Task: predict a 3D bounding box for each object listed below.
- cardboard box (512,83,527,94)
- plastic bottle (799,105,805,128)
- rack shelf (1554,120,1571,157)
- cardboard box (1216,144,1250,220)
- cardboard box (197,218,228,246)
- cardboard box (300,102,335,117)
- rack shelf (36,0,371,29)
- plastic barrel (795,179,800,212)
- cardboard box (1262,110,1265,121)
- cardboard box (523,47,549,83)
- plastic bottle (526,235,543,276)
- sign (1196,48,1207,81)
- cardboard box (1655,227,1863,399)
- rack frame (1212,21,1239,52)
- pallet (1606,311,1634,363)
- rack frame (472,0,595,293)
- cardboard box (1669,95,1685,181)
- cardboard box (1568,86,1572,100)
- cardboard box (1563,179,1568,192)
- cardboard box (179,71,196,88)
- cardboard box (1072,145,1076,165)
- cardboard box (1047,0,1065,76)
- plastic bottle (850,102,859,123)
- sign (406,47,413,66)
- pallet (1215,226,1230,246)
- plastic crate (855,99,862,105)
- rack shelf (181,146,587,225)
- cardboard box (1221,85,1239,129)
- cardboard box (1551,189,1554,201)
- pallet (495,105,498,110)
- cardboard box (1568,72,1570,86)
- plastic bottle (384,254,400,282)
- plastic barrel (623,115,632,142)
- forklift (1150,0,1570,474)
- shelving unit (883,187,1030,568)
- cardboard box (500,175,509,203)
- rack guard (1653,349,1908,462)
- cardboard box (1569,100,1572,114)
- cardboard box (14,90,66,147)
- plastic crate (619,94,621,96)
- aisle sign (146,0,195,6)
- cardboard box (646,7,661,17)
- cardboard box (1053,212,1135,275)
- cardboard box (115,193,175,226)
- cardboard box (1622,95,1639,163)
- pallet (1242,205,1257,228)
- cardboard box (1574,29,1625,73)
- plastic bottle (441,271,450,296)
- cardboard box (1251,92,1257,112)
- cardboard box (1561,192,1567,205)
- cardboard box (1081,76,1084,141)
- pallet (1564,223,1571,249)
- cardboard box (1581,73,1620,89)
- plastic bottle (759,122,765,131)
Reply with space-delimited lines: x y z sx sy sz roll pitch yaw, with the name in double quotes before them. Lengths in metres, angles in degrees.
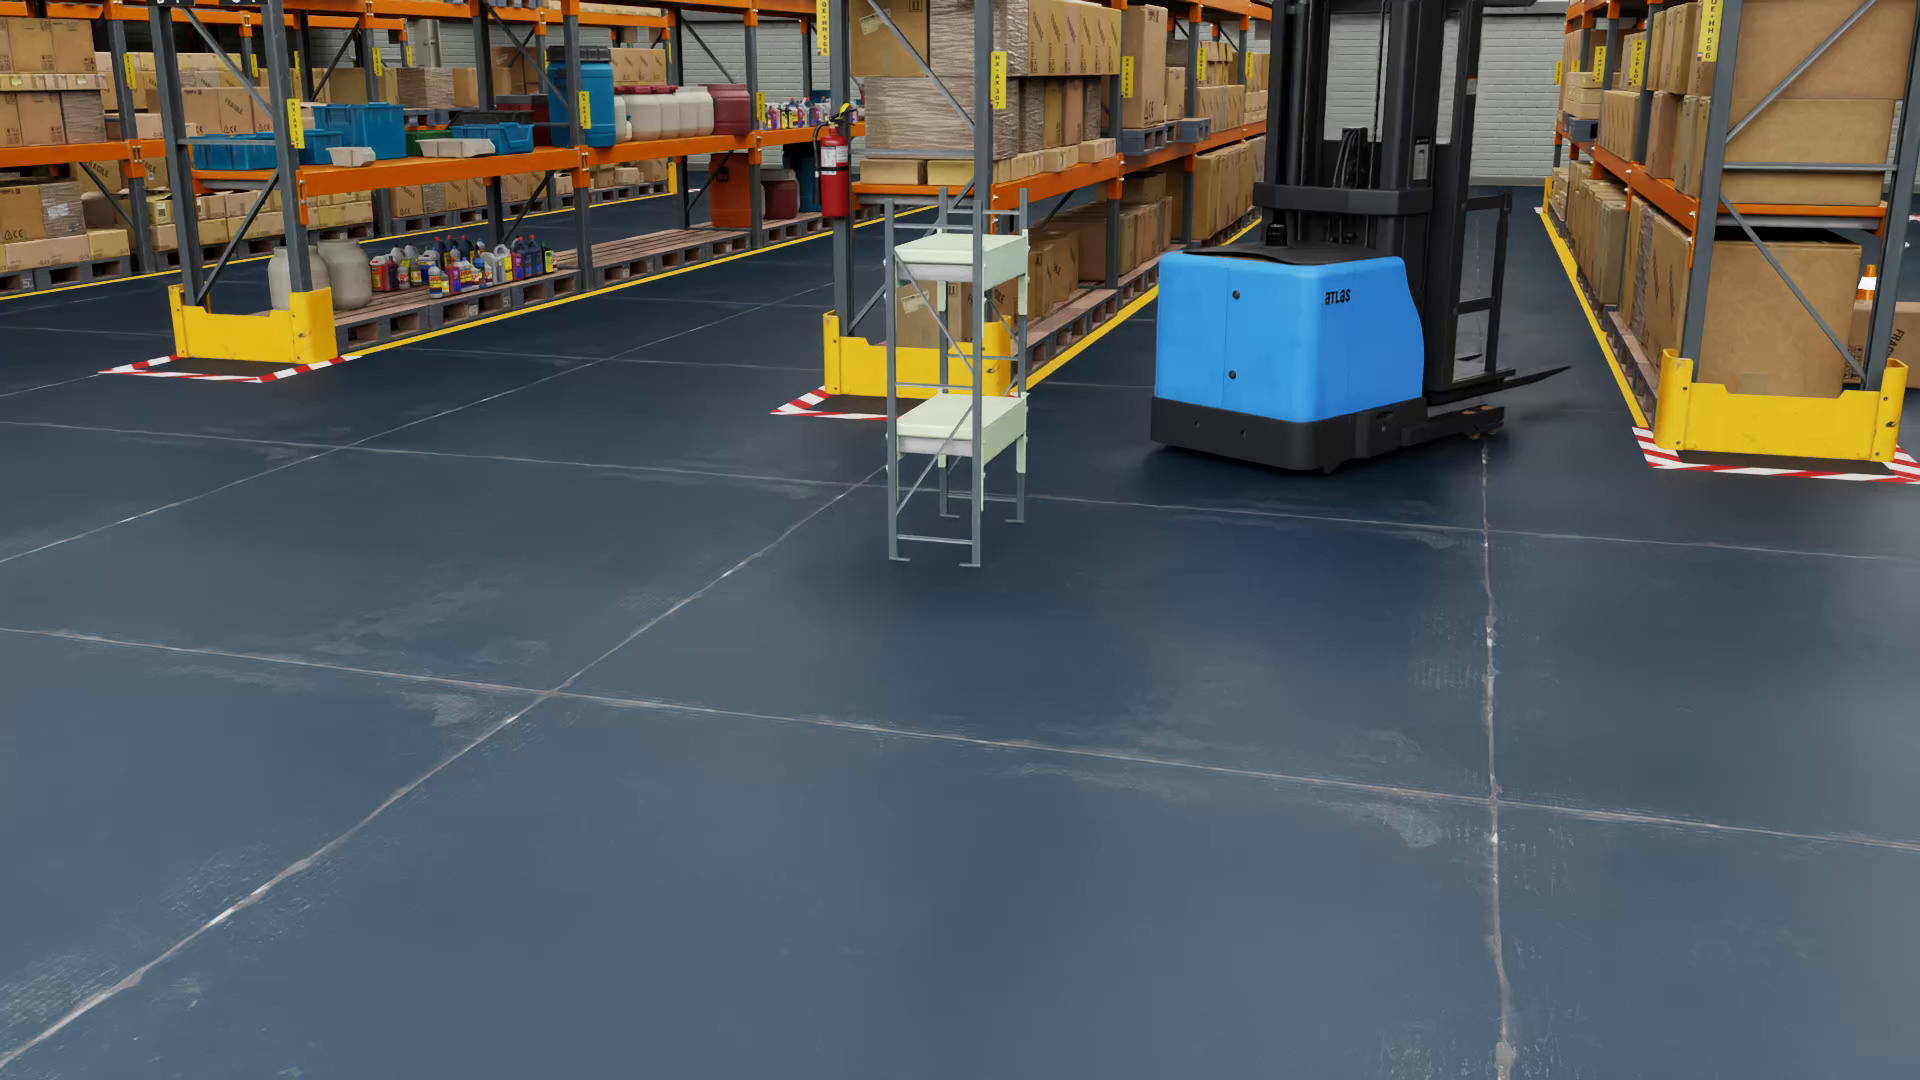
"cardboard box" -6.486 -6.466 24.445 0.500 0.500 0.500 5 17 17
"plastic bottle" -1.950 -5.192 20.373 0.097 0.271 0.097 0 16 0
"rack shelf" 8.410 -5.264 21.709 1.077 0.370 4.000 5 16 16
"cardboard box" 2.952 -4.509 20.852 1.225 0.875 0.875 5 16 16
"cardboard box" -8.157 -3.273 17.641 0.500 0.250 0.500 5 17 17
"cardboard box" -7.664 -5.086 19.926 0.500 0.311 0.500 6 17 19
"rack shelf" -8.087 -5.794 18.082 1.077 0.370 4.000 5 16 16
"plastic barrel" -2.252 -4.420 21.205 0.421 0.512 0.421 0 16 0
"cardboard box" 4.031 -5.905 23.111 0.380 0.149 0.250 5 17 17
"cardboard box" -5.978 -6.898 24.135 0.500 0.500 0.500 5 17 17
"plastic bottle" -3.814 -2.535 14.819 0.144 0.351 0.185 4 16 14
"sign" 2.501 -4.931 17.239 0.100 0.325 0.005 5 16 16
"cardboard box" 4.561 -1.310 9.574 0.875 0.875 0.875 5 17 16
"rack frame" 4.251 -6.544 24.905 1.000 3.000 0.127 5 16 16
"pallet" 5.277 -1.459 12.087 1.003 0.211 1.213 5 16 16
"rack frame" -3.907 -3.789 15.190 1.000 3.000 0.127 5 16 16
"cardboard box" 5.019 -2.544 10.527 0.875 0.550 0.500 5 16 16
"cardboard box" 7.070 -5.040 18.747 0.380 0.149 0.250 4 16 13
"cardboard box" 7.791 -4.452 20.894 0.380 0.149 0.250 4 16 15
"cardboard box" -11.309 -6.446 23.792 0.500 0.500 0.500 5 16 16
"cardboard box" 0.659 -2.882 12.452 0.380 0.149 0.250 5 16 16
"cardboard box" 0.412 -3.414 11.310 0.500 0.500 0.500 5 16 16
"plastic bottle" -1.436 -5.694 22.134 0.152 0.276 0.135 5 16 16
"sign" -9.480 -8.322 28.616 0.100 0.325 0.005 5 16 16
"pallet" 2.623 -3.628 19.735 1.003 0.211 1.213 5 16 16
"plastic crate" -1.343 -6.415 24.645 0.416 0.233 0.300 5 16 16
"rack shelf" -4.476 -2.920 13.444 1.077 0.370 4.000 5 16 16
"cardboard box" 3.096 -5.273 20.241 0.500 0.500 0.500 5 17 18
"cardboard box" 8.522 -4.851 23.392 0.380 0.149 0.250 5 17 17
"pallet" -6.714 -5.974 23.246 1.003 0.211 1.213 5 16 16
"cardboard box" 7.215 -5.313 19.165 0.380 0.149 0.250 5 17 17
"plastic bottle" -4.805 -2.258 13.979 0.152 0.276 0.135 4 16 14
"plastic barrel" -3.384 -4.057 16.388 0.301 0.262 0.301 0 16 0
"forklift" 2.451 -2.062 9.226 3.031 2.935 1.130 -14 21 -41
"shelving unit" -0.002 -0.720 7.119 0.431 1.500 0.755 5 16 16
"cardboard box" -6.539 -4.865 22.759 0.500 0.500 0.500 5 17 17
"rack guard" 4.424 -0.738 9.016 1.175 0.500 0.348 5 16 16
"cardboard box" 6.923 -4.758 18.300 0.380 0.149 0.250 4 16 15
"cardboard box" -8.919 -3.967 15.635 0.700 0.500 0.500 4 16 15
"plastic crate" -3.523 -4.467 17.464 0.402 0.464 0.583 5 16 16
"aisle sign" -5.349 -3.997 11.161 0.394 0.787 0.004 5 16 16
"cardboard box" -5.139 -8.530 26.682 0.500 0.250 0.500 5 16 16
"cardboard box" 1.190 -2.696 15.113 0.700 0.500 0.500 5 16 16
"cardboard box" -8.299 -3.412 17.103 0.500 0.311 0.500 5 16 16
"cardboard box" 5.460 -3.199 12.928 0.500 0.500 0.500 5 16 16
"pallet" 3.406 -4.349 22.276 1.003 0.211 1.213 5 16 16
"cardboard box" 7.716 -5.903 20.083 0.500 0.500 0.500 4 16 14
"plastic bottle" -4.201 -2.085 13.505 0.097 0.201 0.097 0 16 0
"cardboard box" 3.646 -5.801 22.014 0.500 0.250 0.500 5 16 16
"cardboard box" 7.691 -4.239 20.688 0.380 0.149 0.250 4 16 13
"cardboard box" 0.478 -3.355 12.932 0.875 0.500 0.500 5 16 16
"pallet" 7.622 -3.541 19.428 1.003 0.211 1.213 5 16 16
"cardboard box" 6.404 -4.571 16.550 0.380 0.149 0.250 4 16 14
"plastic bottle" -2.338 -4.864 19.208 0.152 0.276 0.135 5 16 16
